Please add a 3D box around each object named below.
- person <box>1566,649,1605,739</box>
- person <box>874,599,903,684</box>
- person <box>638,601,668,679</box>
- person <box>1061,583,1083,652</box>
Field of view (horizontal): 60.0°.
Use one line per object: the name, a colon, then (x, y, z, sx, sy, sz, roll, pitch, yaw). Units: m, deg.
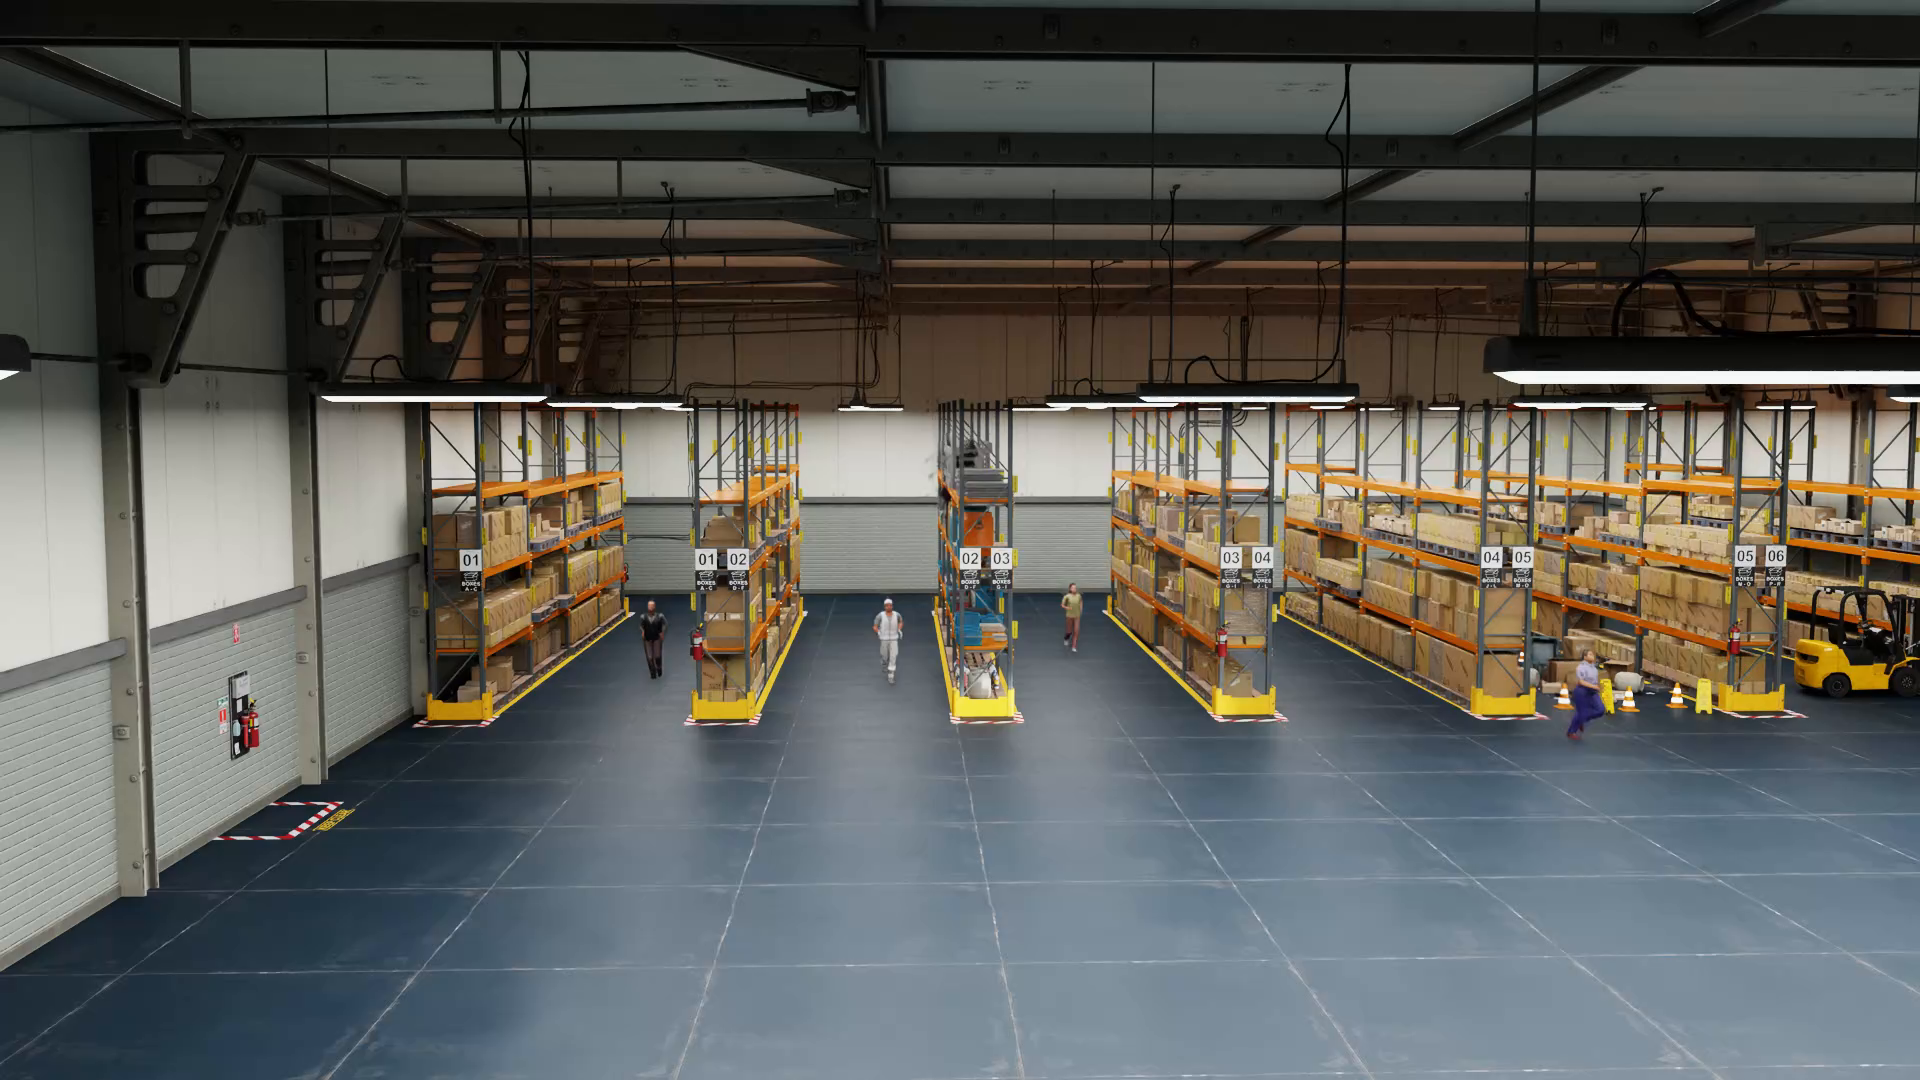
person: (11.034, 2.717, 29.220, 0.630, 1.579, 0.676, -4, 6, -40)
person: (-1.519, 2.146, 35.571, 0.656, 1.783, 0.899, -1, 4, -10)
person: (-6.616, 2.159, 35.774, 0.635, 1.676, 0.564, 0, 4, -4)
person: (2.712, 1.855, 40.120, 0.584, 1.633, 0.772, -1, 4, -12)
